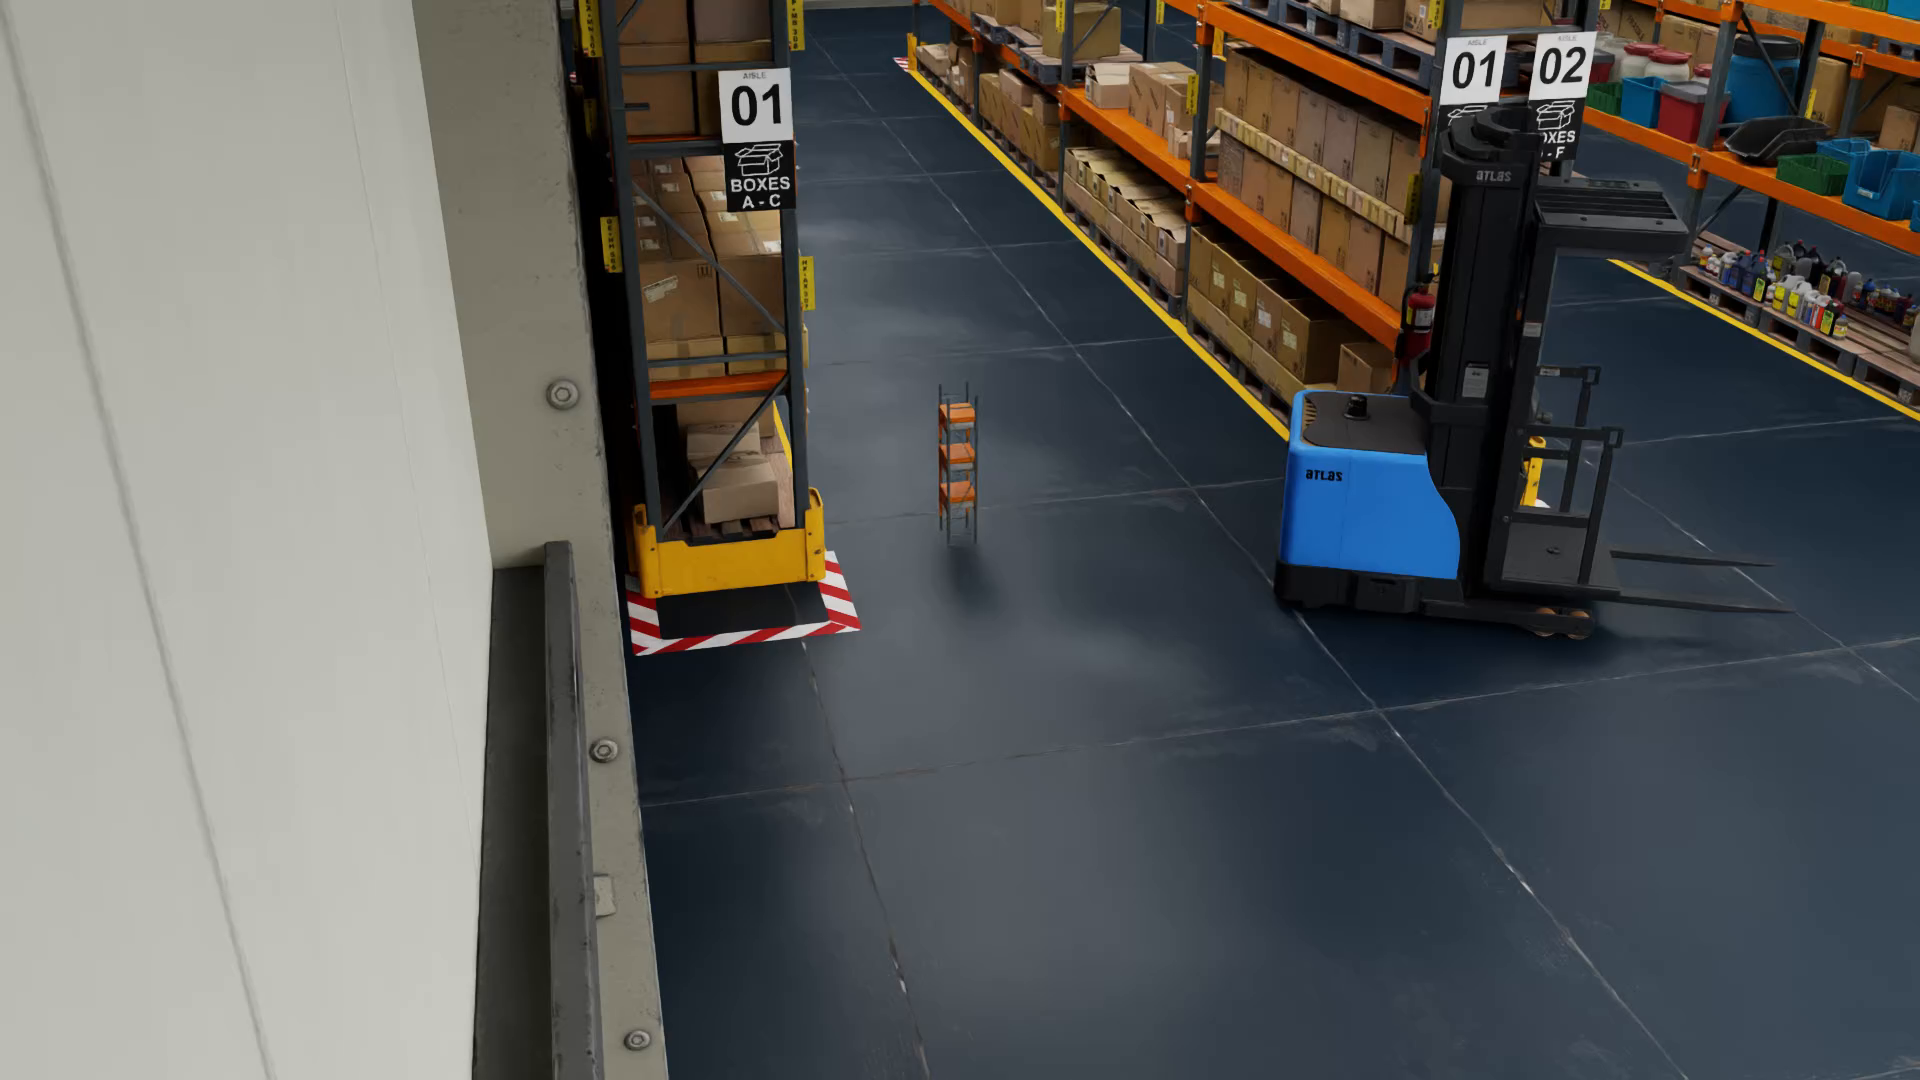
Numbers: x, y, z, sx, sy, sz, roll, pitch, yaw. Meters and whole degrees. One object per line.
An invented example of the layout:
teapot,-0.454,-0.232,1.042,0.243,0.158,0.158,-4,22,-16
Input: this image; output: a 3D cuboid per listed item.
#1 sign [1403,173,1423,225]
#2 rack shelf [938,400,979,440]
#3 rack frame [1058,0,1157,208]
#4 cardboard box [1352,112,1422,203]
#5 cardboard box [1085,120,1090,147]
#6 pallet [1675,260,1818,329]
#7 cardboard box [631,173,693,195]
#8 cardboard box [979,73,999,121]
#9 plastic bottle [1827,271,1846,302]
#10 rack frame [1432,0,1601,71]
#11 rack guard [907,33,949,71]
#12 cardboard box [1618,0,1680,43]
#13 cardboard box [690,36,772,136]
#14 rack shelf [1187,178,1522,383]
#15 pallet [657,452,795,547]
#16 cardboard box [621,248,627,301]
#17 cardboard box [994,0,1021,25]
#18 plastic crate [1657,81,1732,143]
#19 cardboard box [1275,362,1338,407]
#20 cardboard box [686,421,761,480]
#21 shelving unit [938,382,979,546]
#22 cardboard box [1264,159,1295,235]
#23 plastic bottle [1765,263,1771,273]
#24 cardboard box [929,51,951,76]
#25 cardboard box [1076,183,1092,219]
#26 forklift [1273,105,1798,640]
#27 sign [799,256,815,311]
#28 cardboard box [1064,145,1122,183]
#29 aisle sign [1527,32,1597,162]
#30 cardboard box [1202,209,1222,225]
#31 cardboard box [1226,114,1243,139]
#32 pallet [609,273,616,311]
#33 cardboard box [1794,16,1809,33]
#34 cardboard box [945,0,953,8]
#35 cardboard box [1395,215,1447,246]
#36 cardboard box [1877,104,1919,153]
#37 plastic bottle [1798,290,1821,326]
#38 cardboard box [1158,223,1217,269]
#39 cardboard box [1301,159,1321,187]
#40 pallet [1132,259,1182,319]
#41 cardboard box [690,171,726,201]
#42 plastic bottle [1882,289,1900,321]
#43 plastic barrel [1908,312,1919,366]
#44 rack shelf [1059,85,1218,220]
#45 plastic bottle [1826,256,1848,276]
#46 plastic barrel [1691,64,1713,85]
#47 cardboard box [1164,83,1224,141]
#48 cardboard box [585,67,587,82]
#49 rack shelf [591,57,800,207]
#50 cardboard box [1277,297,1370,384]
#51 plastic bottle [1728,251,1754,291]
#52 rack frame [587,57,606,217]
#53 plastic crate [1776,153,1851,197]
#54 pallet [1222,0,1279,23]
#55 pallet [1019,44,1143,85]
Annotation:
sign,2.856,-2.148,10.475,0.100,0.325,0.005,-6,27,-12
rack shelf,-0.012,-0.736,10.783,0.215,0.259,0.240,-6,27,-12
rack frame,1.585,-5.086,17.844,1.000,3.000,0.127,-6,27,-12
cardboard box,3.160,-2.658,11.482,0.700,0.500,0.500,-7,28,-13
cardboard box,1.638,-4.625,19.216,0.500,0.500,0.500,-7,28,-13
pallet,7.424,-2.288,15.394,1.003,0.211,1.213,-6,27,-12
cardboard box,-2.089,-2.201,11.441,0.500,0.500,0.500,-6,27,-11
cardboard box,0.555,-5.686,21.318,0.500,0.500,0.500,-7,28,-14
plastic bottle,7.785,-2.253,14.758,0.061,0.283,0.133,-6,27,-12
rack frame,3.388,-4.252,9.535,1.000,3.000,0.127,-6,27,-12
rack guard,-0.200,-7.449,25.300,1.175,0.500,0.348,-6,27,-12
cardboard box,10.265,-7.383,24.288,0.875,0.875,0.875,-6,27,-12
cardboard box,-1.269,-2.634,9.525,0.500,0.500,0.500,-5,27,-10
rack shelf,2.938,-2.131,12.788,1.077,0.370,4.000,-6,27,-12
pallet,-1.603,-0.218,11.295,1.003,0.211,1.213,-6,27,-12
cardboard box,-2.093,-1.866,11.608,0.500,0.250,0.500,-6,27,-11
cardboard box,0.789,-6.548,20.164,0.700,0.500,0.500,-2,27,-3
plastic crate,6.906,-4.042,15.704,0.402,0.464,0.583,-6,27,-12
cardboard box,2.741,-1.177,12.685,0.500,0.250,0.500,-6,27,-12
cardboard box,-1.634,-0.629,11.509,0.500,0.311,0.500,-4,27,-7
shelving unit,-0.012,-0.492,10.906,0.215,1.050,0.252,-6,27,-12
cardboard box,2.827,-2.729,13.064,0.700,0.500,0.500,-6,27,-11
plastic bottle,7.241,-2.362,14.987,0.097,0.271,0.097,0,27,0
cardboard box,-0.146,-6.861,23.923,0.500,0.250,0.500,-6,27,-12
cardboard box,1.531,-3.566,17.418,0.500,0.250,0.500,-7,28,-13
forklift,3.512,-0.976,9.778,3.031,2.935,1.130,5,27,11
sign,-0.909,-1.511,9.801,0.100,0.325,0.005,-6,27,-12
cardboard box,1.417,-4.037,17.728,0.500,0.311,0.500,-5,27,-10
aisle sign,3.701,-2.737,10.305,0.394,0.787,0.004,-6,27,-12
cardboard box,2.529,-2.968,15.610,0.500,0.311,0.500,-6,27,-12
cardboard box,2.415,-3.417,13.706,0.380,0.149,0.250,-6,27,-11
pallet,-2.794,-2.459,15.734,1.003,0.211,1.213,-6,27,-12
cardboard box,10.778,-6.546,20.626,0.500,0.500,0.500,-6,27,-12
cardboard box,0.086,-7.532,22.579,0.500,0.500,0.500,-5,27,-10
cardboard box,3.116,-2.057,11.012,0.380,0.149,0.250,-6,27,-12
cardboard box,11.408,-4.879,19.720,0.700,0.500,0.500,-7,28,-14
plastic bottle,7.313,-1.992,14.249,0.152,0.276,0.135,-7,28,-13
cardboard box,2.116,-2.689,15.059,0.500,0.311,0.500,-6,27,-12
cardboard box,2.765,-2.738,12.360,0.380,0.149,0.250,-6,27,-12
pallet,2.283,-2.405,15.627,1.003,0.211,1.213,-6,27,-12
cardboard box,-1.592,-2.257,11.552,0.500,0.500,0.500,-5,27,-10
plastic bottle,8.033,-2.032,14.333,0.097,0.271,0.097,0,27,0
plastic barrel,7.879,-1.654,13.339,0.421,0.512,0.421,0,27,0
rack shelf,2.036,-3.887,16.267,1.077,0.370,4.000,-6,27,-12
plastic bottle,7.856,-2.366,14.906,0.144,0.351,0.185,-6,27,-12
plastic barrel,7.312,-4.334,16.204,0.433,0.535,0.433,0,27,0
cardboard box,2.211,-3.945,15.472,0.500,0.500,0.500,-4,27,-8
cardboard box,-3.856,-5.036,18.002,0.380,0.149,0.250,-7,28,-13
rack shelf,-1.888,-2.965,11.112,1.077,0.370,4.000,-6,27,-12
cardboard box,2.738,-1.512,12.516,0.500,0.500,0.500,-6,27,-12
plastic bottle,7.091,-2.449,15.071,0.144,0.351,0.185,-5,27,-10
rack frame,-3.240,-4.582,16.845,1.000,3.000,0.127,-6,27,-12
plastic crate,7.344,-3.112,14.169,0.450,0.188,0.662,-6,27,-12
pallet,2.704,-4.258,12.973,1.003,0.211,1.213,-6,27,-12
pallet,1.364,-5.291,18.463,1.213,0.211,1.003,-6,27,-12
